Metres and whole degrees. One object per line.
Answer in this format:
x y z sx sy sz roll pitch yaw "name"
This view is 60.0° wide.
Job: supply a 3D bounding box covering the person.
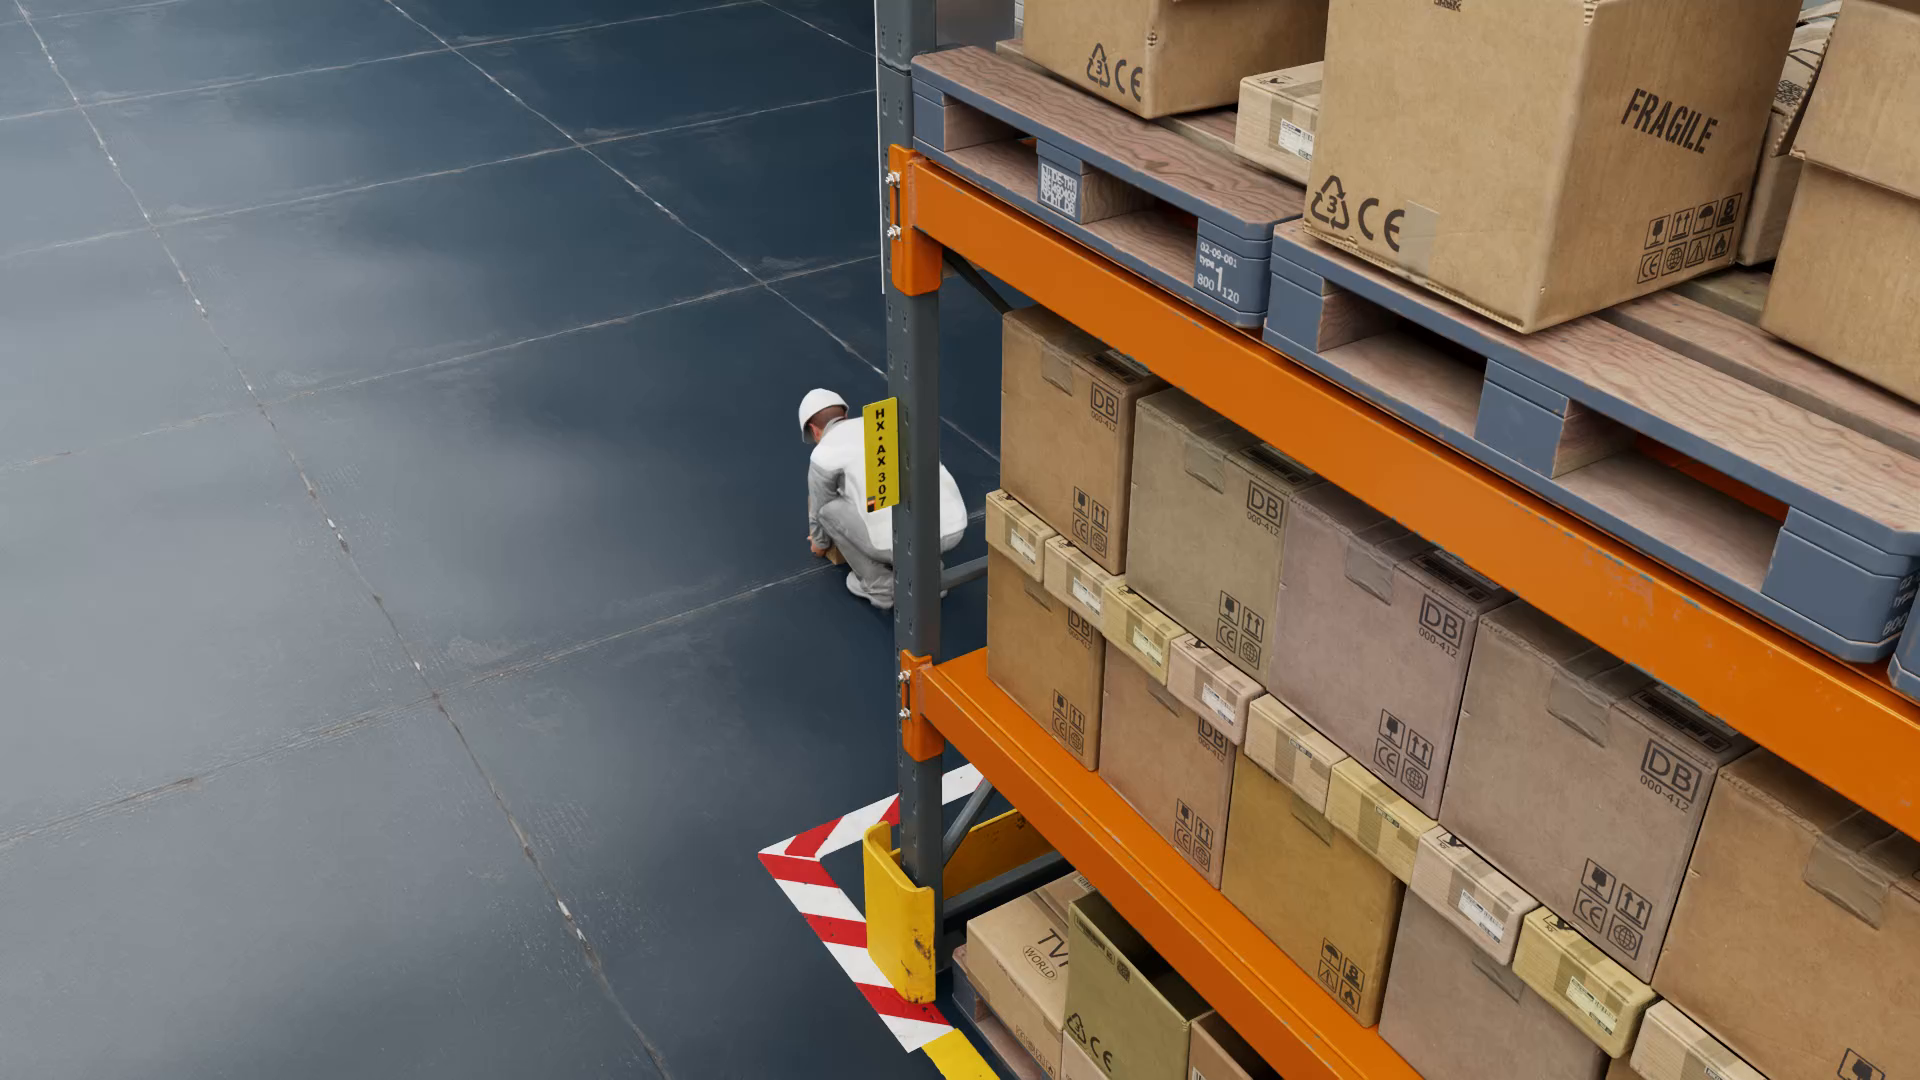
-0.372 -0.141 7.337 0.517 0.867 0.957 -19 37 -28 "person"
